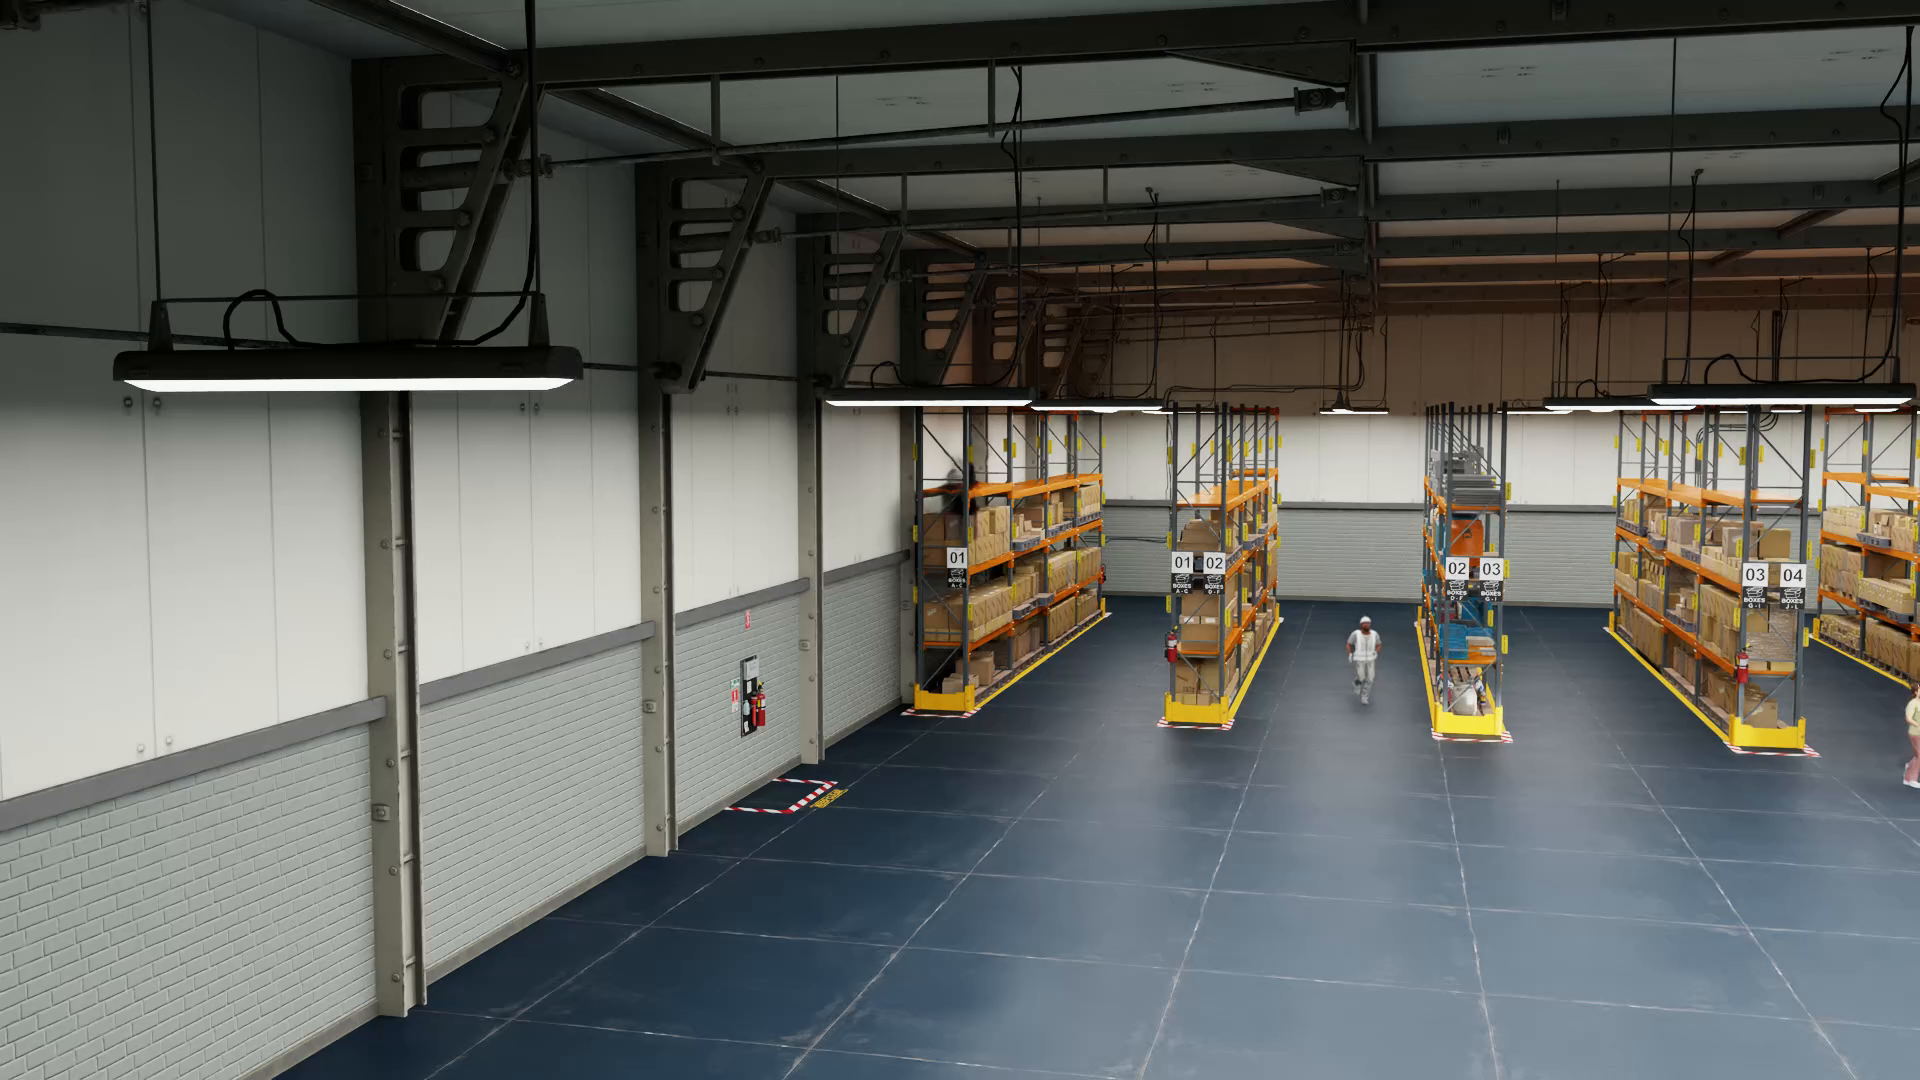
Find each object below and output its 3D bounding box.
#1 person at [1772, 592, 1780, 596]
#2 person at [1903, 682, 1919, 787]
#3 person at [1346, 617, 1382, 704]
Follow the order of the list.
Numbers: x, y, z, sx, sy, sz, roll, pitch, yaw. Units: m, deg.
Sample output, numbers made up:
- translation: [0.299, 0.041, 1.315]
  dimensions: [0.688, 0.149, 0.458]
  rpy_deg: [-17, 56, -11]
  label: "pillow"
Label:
- translation: [20.754, 1.693, 42.443]
  dimensions: [0.664, 1.800, 0.911]
  rpy_deg: [2, 5, 22]
  label: "person"
- translation: [14.873, 3.012, 25.701]
  dimensions: [0.590, 1.629, 0.512]
  rpy_deg: [-3, 5, -33]
  label: "person"
- translation: [8.105, 2.404, 33.284]
  dimensions: [0.686, 1.737, 0.600]
  rpy_deg: [0, 4, 1]
  label: "person"
